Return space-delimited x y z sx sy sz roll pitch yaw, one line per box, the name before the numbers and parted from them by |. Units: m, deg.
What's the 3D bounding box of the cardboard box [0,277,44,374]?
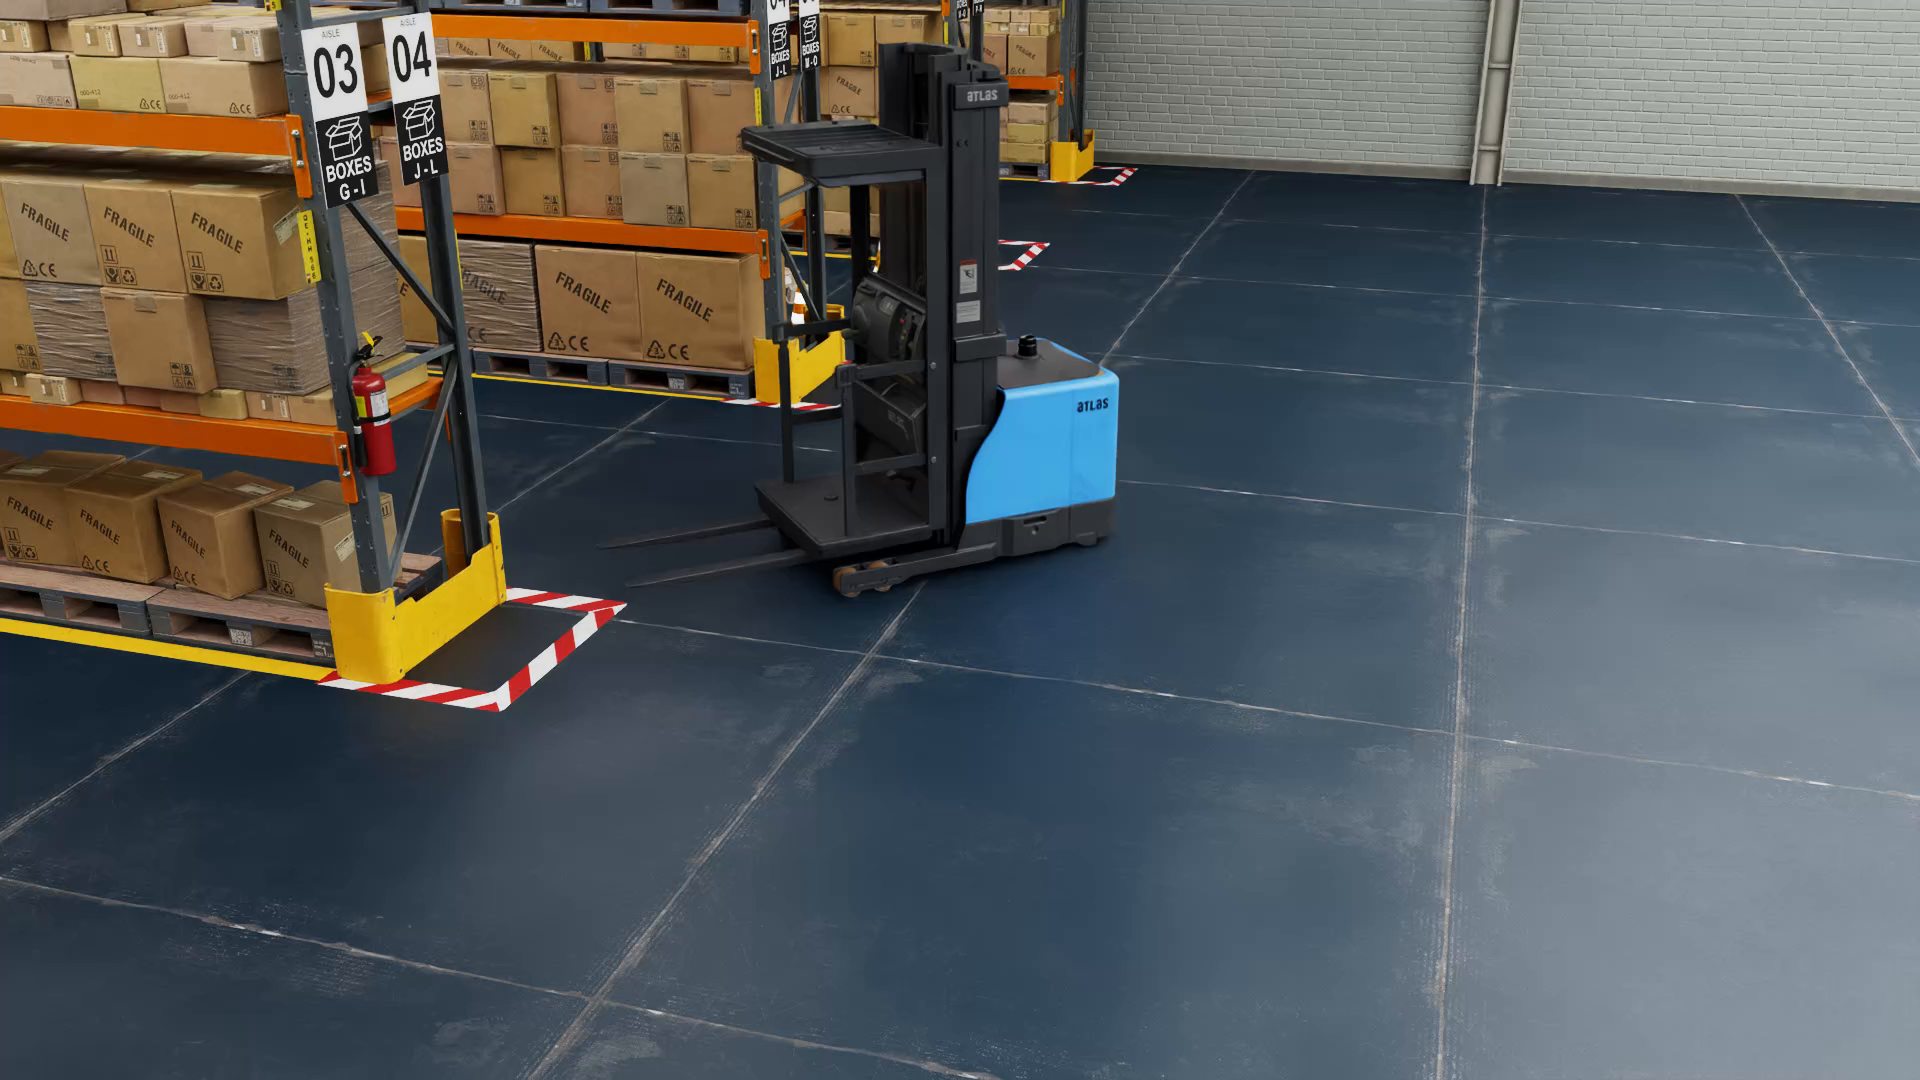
cardboard box | -4.793 -1.262 8.870 0.500 0.500 0.875 7 23 16

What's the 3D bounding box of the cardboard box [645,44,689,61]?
cardboard box | -2.946 -5.362 17.547 0.500 0.500 0.700 7 23 16

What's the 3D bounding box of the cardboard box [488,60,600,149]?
cardboard box | -3.230 -3.430 13.059 0.500 0.550 0.875 7 23 16

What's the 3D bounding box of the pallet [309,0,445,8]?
pallet | -4.340 -4.350 13.086 1.213 0.211 1.003 7 23 16

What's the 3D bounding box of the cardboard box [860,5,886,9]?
cardboard box | -1.141 -6.947 21.874 0.250 0.149 0.380 6 23 15

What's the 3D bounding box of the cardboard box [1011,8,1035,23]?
cardboard box | 0.824 -6.734 21.356 0.250 0.149 0.380 7 23 16

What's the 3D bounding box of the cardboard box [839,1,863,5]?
cardboard box | -1.478 -7.202 22.497 0.250 0.149 0.380 6 23 15

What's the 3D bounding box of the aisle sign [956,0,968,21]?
aisle sign | 0.018 -5.558 16.442 0.004 0.787 0.394 7 23 16

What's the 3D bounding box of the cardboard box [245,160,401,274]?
cardboard box | -3.268 -1.673 8.555 0.500 0.500 0.500 7 23 16

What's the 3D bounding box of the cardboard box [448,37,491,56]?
cardboard box | -5.263 -5.364 18.318 0.500 0.500 0.500 7 23 17

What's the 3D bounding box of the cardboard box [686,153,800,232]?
cardboard box | -1.659 -2.752 12.828 0.550 0.550 0.875 7 23 16

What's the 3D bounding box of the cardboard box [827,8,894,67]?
cardboard box | -0.992 -5.149 17.029 0.500 0.500 0.700 7 23 16

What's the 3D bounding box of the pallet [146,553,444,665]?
pallet | -3.660 0.313 9.229 1.213 0.211 1.003 7 23 16

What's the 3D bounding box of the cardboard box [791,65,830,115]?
cardboard box | -1.513 -4.724 17.309 0.500 0.500 0.500 6 23 15

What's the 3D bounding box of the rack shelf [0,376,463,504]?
rack shelf | -4.735 -0.753 9.102 4.000 0.370 1.077 7 23 16

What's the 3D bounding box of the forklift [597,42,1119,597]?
forklift | -0.595 -1.260 9.479 3.031 2.935 1.130 -10 25 -24

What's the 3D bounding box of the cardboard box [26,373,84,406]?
cardboard box | -4.619 -0.833 8.680 0.250 0.149 0.380 7 23 16

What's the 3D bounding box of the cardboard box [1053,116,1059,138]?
cardboard box | 1.083 -5.552 22.264 0.500 0.250 0.500 7 23 16

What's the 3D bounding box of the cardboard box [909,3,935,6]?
cardboard box | -0.514 -7.078 22.193 0.250 0.149 0.380 7 23 17

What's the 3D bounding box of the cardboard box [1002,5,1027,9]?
cardboard box | 0.715 -6.935 21.845 0.250 0.149 0.380 7 23 17

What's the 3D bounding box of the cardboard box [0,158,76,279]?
cardboard box | -4.853 -1.650 8.500 0.500 0.500 0.500 7 23 16

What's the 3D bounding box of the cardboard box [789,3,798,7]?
cardboard box | -2.137 -7.051 22.129 0.250 0.149 0.380 7 23 17

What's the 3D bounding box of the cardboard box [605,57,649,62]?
cardboard box | -3.446 -4.941 17.838 0.500 0.500 0.500 6 23 15

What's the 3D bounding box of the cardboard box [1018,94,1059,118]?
cardboard box | 1.067 -5.778 22.155 0.500 0.250 0.500 6 23 15

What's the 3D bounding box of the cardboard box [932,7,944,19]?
cardboard box | -0.182 -6.822 21.570 0.250 0.149 0.380 7 23 17

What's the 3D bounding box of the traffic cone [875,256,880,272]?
traffic cone | -0.737 -2.432 15.589 0.334 0.463 0.336 7 23 16

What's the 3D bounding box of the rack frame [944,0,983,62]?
rack frame | 0.043 -4.468 17.209 0.127 3.000 1.000 7 23 16

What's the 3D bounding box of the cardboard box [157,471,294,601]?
cardboard box | -3.995 -0.032 9.137 0.500 0.500 0.500 13 26 29

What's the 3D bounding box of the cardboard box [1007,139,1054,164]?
cardboard box | 0.932 -5.130 21.895 0.500 0.250 0.500 7 23 16

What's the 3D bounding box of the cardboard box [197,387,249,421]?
cardboard box | -3.646 -0.743 8.461 0.250 0.149 0.380 7 23 16

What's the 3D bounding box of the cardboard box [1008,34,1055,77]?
cardboard box | 0.926 -6.276 21.487 0.500 0.500 0.500 6 23 14

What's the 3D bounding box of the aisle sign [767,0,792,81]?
aisle sign | -1.309 -3.744 12.020 0.004 0.787 0.394 7 23 16

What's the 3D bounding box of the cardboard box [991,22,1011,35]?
cardboard box | 0.576 -6.622 21.475 0.250 0.149 0.380 7 23 17

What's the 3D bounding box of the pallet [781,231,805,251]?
pallet | -1.962 -3.422 18.335 1.213 0.211 1.003 7 23 16

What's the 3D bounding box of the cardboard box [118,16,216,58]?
cardboard box | -3.685 -2.348 7.762 0.250 0.149 0.380 6 23 13

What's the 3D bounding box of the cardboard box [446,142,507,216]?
cardboard box | -3.747 -2.976 13.375 0.550 0.550 0.875 7 23 16

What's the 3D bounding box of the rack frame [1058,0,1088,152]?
rack frame | 1.473 -6.272 21.607 0.127 3.000 1.000 7 23 16

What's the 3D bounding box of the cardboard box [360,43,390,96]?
cardboard box | -3.207 -2.332 8.248 0.500 0.250 0.500 7 23 17

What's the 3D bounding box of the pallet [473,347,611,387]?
pallet | -3.243 -1.562 13.799 1.213 0.211 1.003 7 23 15

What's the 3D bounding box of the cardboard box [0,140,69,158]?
cardboard box | -5.182 -1.893 9.092 0.500 0.500 0.500 7 23 16

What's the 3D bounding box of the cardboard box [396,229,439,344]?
cardboard box | -4.538 -2.213 13.960 0.875 0.875 0.875 7 23 16

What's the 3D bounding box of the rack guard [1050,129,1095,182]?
rack guard | 1.496 -5.112 22.075 0.348 0.500 1.175 7 23 16

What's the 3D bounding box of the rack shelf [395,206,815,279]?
rack shelf | -3.205 -2.545 13.469 4.000 0.370 1.077 7 23 16

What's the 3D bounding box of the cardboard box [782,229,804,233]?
cardboard box | -1.805 -3.496 17.909 0.500 0.250 0.500 6 23 14

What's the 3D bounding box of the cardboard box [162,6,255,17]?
cardboard box | -3.755 -2.586 8.343 0.250 0.149 0.380 7 23 18

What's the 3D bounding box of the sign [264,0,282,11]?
sign | -2.999 -2.465 7.208 0.005 0.325 0.100 7 23 16

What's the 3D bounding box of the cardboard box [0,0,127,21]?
cardboard box | -4.377 -2.748 7.882 0.500 0.500 0.500 7 23 16

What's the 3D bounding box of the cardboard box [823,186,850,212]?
cardboard box | -1.300 -3.786 17.629 0.500 0.500 0.500 7 23 17
